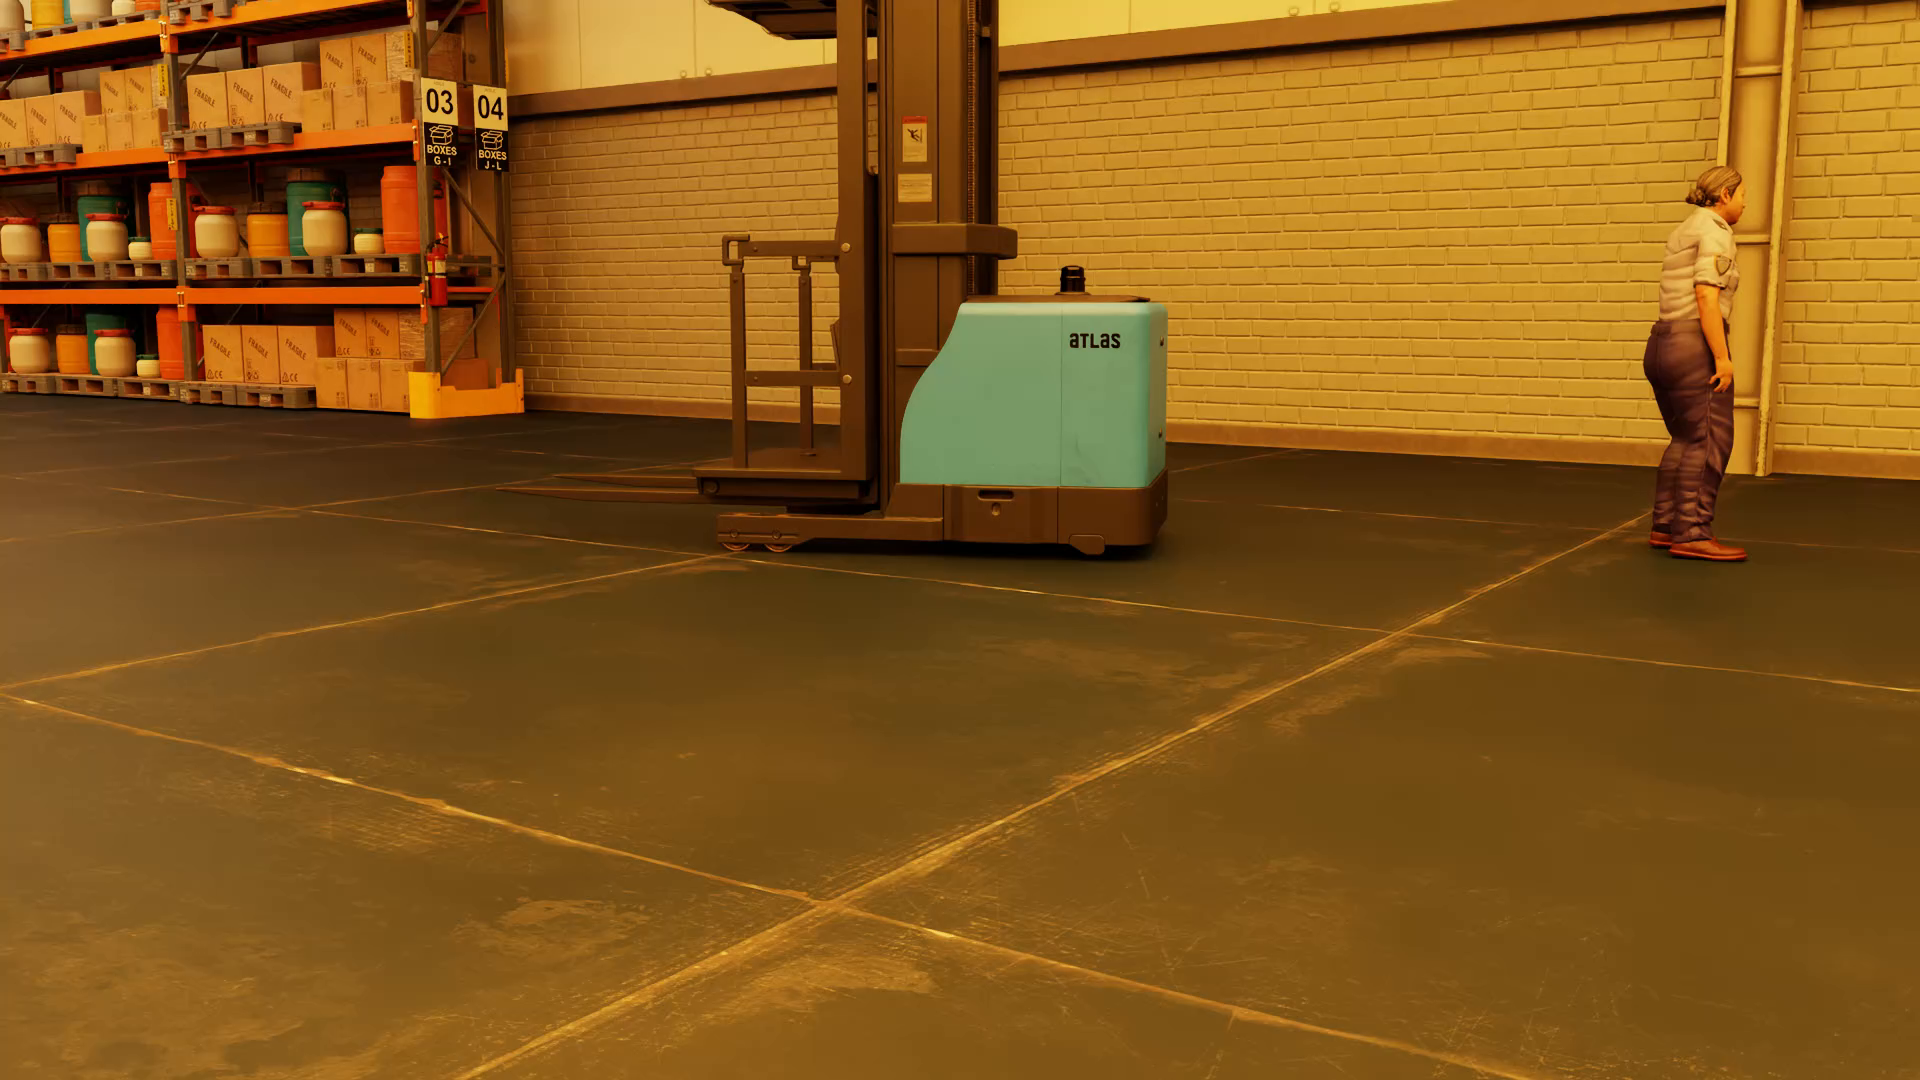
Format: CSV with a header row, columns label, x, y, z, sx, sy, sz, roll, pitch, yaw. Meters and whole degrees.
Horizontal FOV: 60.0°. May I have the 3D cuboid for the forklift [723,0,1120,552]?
label,x,y,z,sx,sy,sz,roll,pitch,yaw
forklift,-0.595,-1.469,7.524,3.031,2.935,1.121,2,8,12

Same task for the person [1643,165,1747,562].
label,x,y,z,sx,sy,sz,roll,pitch,yaw
person,3.155,-0.763,7.117,0.375,1.651,0.559,1,8,5
